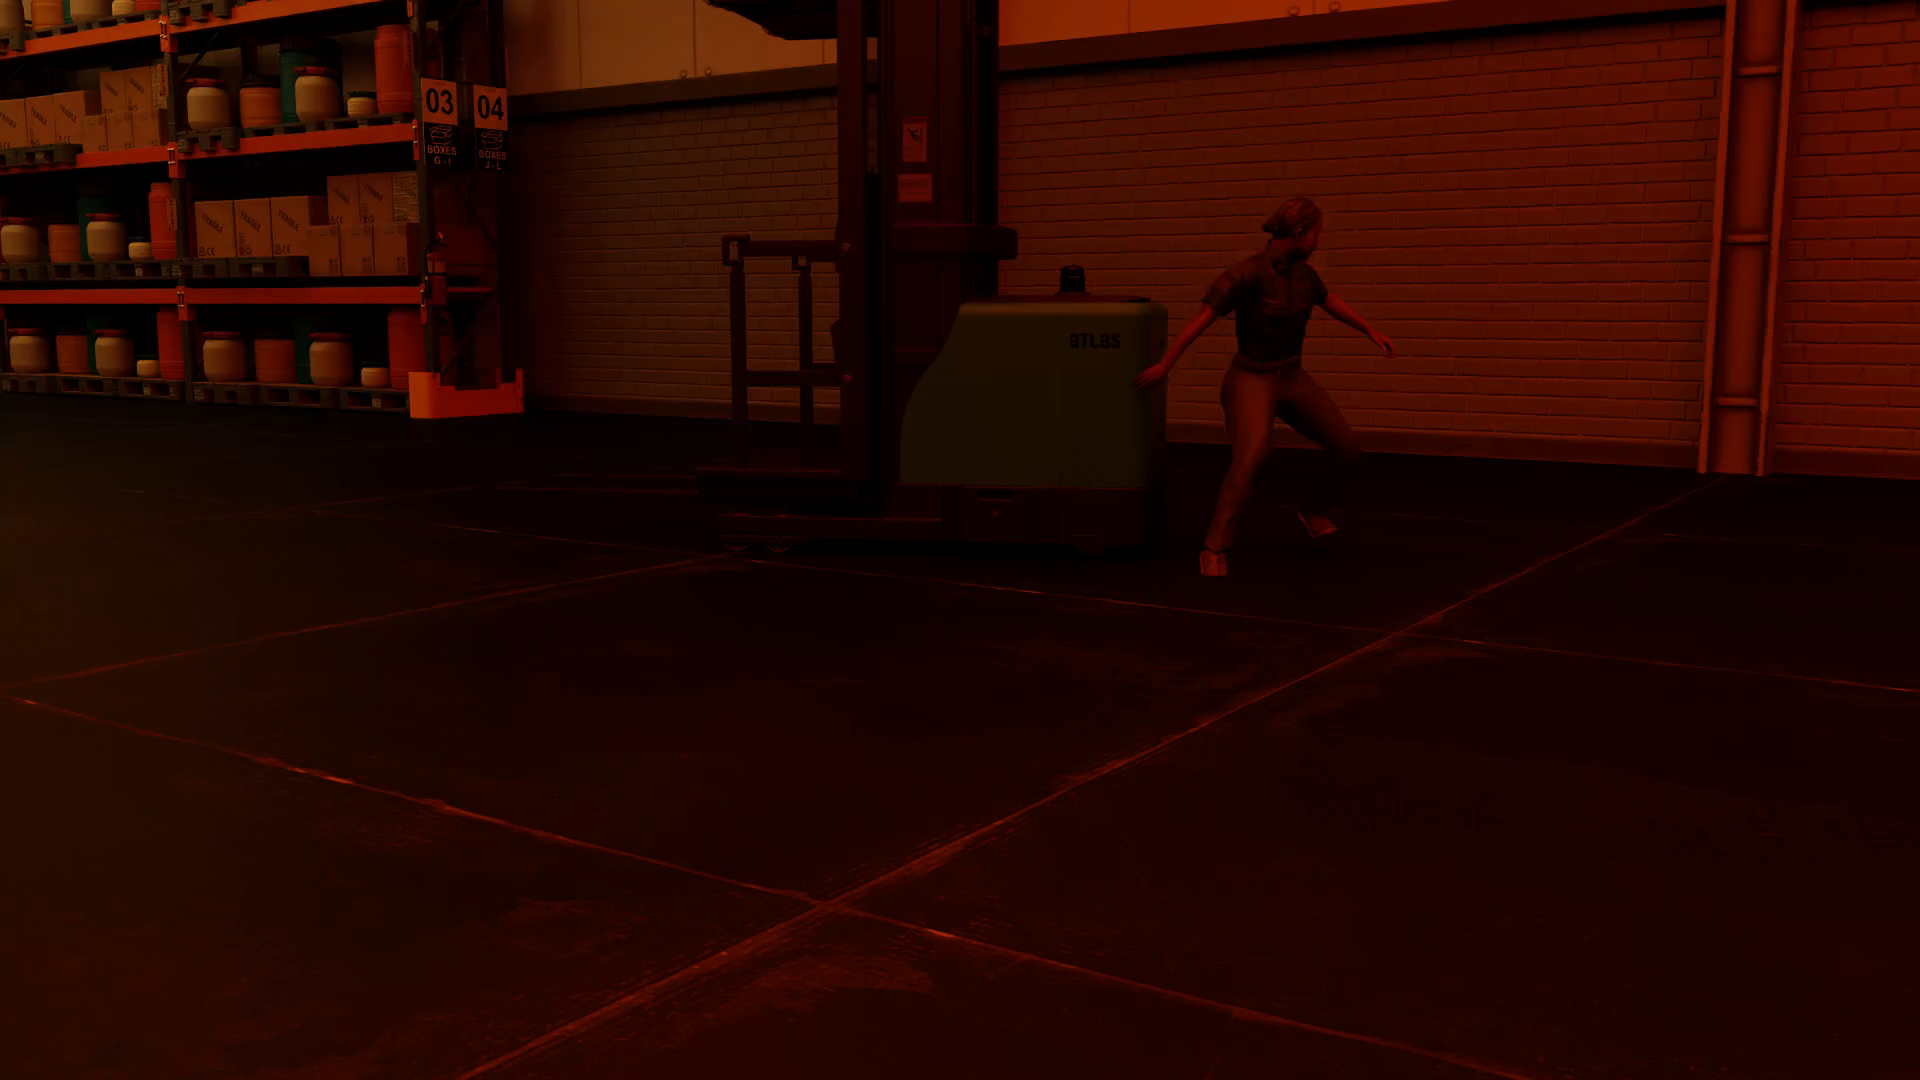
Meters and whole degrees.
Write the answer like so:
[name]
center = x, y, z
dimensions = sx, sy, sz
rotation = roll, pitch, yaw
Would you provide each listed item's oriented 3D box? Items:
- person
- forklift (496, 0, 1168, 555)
[person]
center = 1.266, -0.606, 6.875
dimensions = 1.070, 1.589, 0.538
rotation = -5, 10, -33
[forklift]
center = -0.596, -1.469, 7.520
dimensions = 3.031, 2.935, 1.130
rotation = 2, 8, 12
